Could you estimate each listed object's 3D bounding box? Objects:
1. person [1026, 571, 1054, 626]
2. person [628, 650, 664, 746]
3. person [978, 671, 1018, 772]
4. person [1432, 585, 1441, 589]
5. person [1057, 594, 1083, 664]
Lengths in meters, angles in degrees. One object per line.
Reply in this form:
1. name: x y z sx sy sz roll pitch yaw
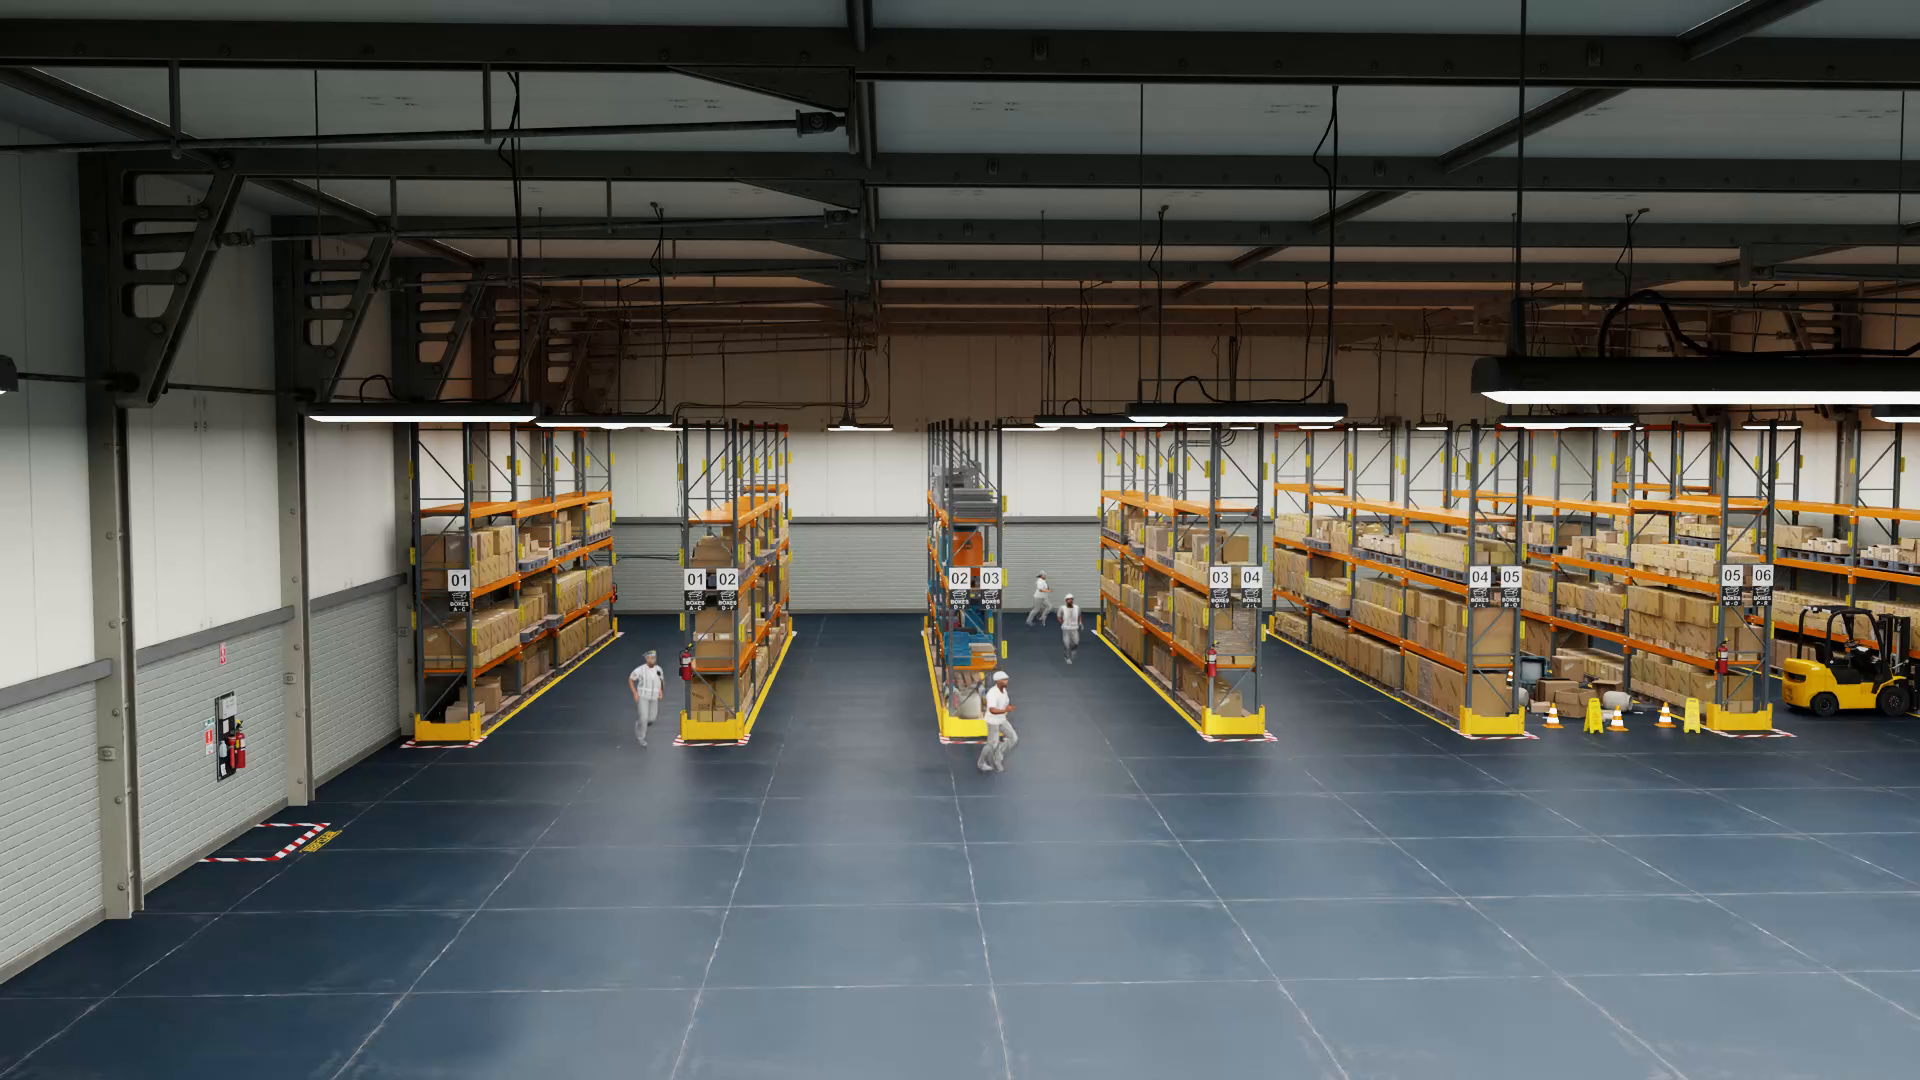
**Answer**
1. person: 2.394 1.738 49.341 0.838 1.660 0.613 1 4 20
2. person: -5.784 2.896 30.762 0.705 1.725 0.692 -3 4 -35
3. person: 0.642 3.048 27.926 0.783 1.719 0.737 2 4 28
4. person: 14.307 1.655 49.362 1.106 1.720 0.742 1 4 14
5. person: 2.741 2.213 41.208 0.678 1.738 0.583 -1 4 -8
